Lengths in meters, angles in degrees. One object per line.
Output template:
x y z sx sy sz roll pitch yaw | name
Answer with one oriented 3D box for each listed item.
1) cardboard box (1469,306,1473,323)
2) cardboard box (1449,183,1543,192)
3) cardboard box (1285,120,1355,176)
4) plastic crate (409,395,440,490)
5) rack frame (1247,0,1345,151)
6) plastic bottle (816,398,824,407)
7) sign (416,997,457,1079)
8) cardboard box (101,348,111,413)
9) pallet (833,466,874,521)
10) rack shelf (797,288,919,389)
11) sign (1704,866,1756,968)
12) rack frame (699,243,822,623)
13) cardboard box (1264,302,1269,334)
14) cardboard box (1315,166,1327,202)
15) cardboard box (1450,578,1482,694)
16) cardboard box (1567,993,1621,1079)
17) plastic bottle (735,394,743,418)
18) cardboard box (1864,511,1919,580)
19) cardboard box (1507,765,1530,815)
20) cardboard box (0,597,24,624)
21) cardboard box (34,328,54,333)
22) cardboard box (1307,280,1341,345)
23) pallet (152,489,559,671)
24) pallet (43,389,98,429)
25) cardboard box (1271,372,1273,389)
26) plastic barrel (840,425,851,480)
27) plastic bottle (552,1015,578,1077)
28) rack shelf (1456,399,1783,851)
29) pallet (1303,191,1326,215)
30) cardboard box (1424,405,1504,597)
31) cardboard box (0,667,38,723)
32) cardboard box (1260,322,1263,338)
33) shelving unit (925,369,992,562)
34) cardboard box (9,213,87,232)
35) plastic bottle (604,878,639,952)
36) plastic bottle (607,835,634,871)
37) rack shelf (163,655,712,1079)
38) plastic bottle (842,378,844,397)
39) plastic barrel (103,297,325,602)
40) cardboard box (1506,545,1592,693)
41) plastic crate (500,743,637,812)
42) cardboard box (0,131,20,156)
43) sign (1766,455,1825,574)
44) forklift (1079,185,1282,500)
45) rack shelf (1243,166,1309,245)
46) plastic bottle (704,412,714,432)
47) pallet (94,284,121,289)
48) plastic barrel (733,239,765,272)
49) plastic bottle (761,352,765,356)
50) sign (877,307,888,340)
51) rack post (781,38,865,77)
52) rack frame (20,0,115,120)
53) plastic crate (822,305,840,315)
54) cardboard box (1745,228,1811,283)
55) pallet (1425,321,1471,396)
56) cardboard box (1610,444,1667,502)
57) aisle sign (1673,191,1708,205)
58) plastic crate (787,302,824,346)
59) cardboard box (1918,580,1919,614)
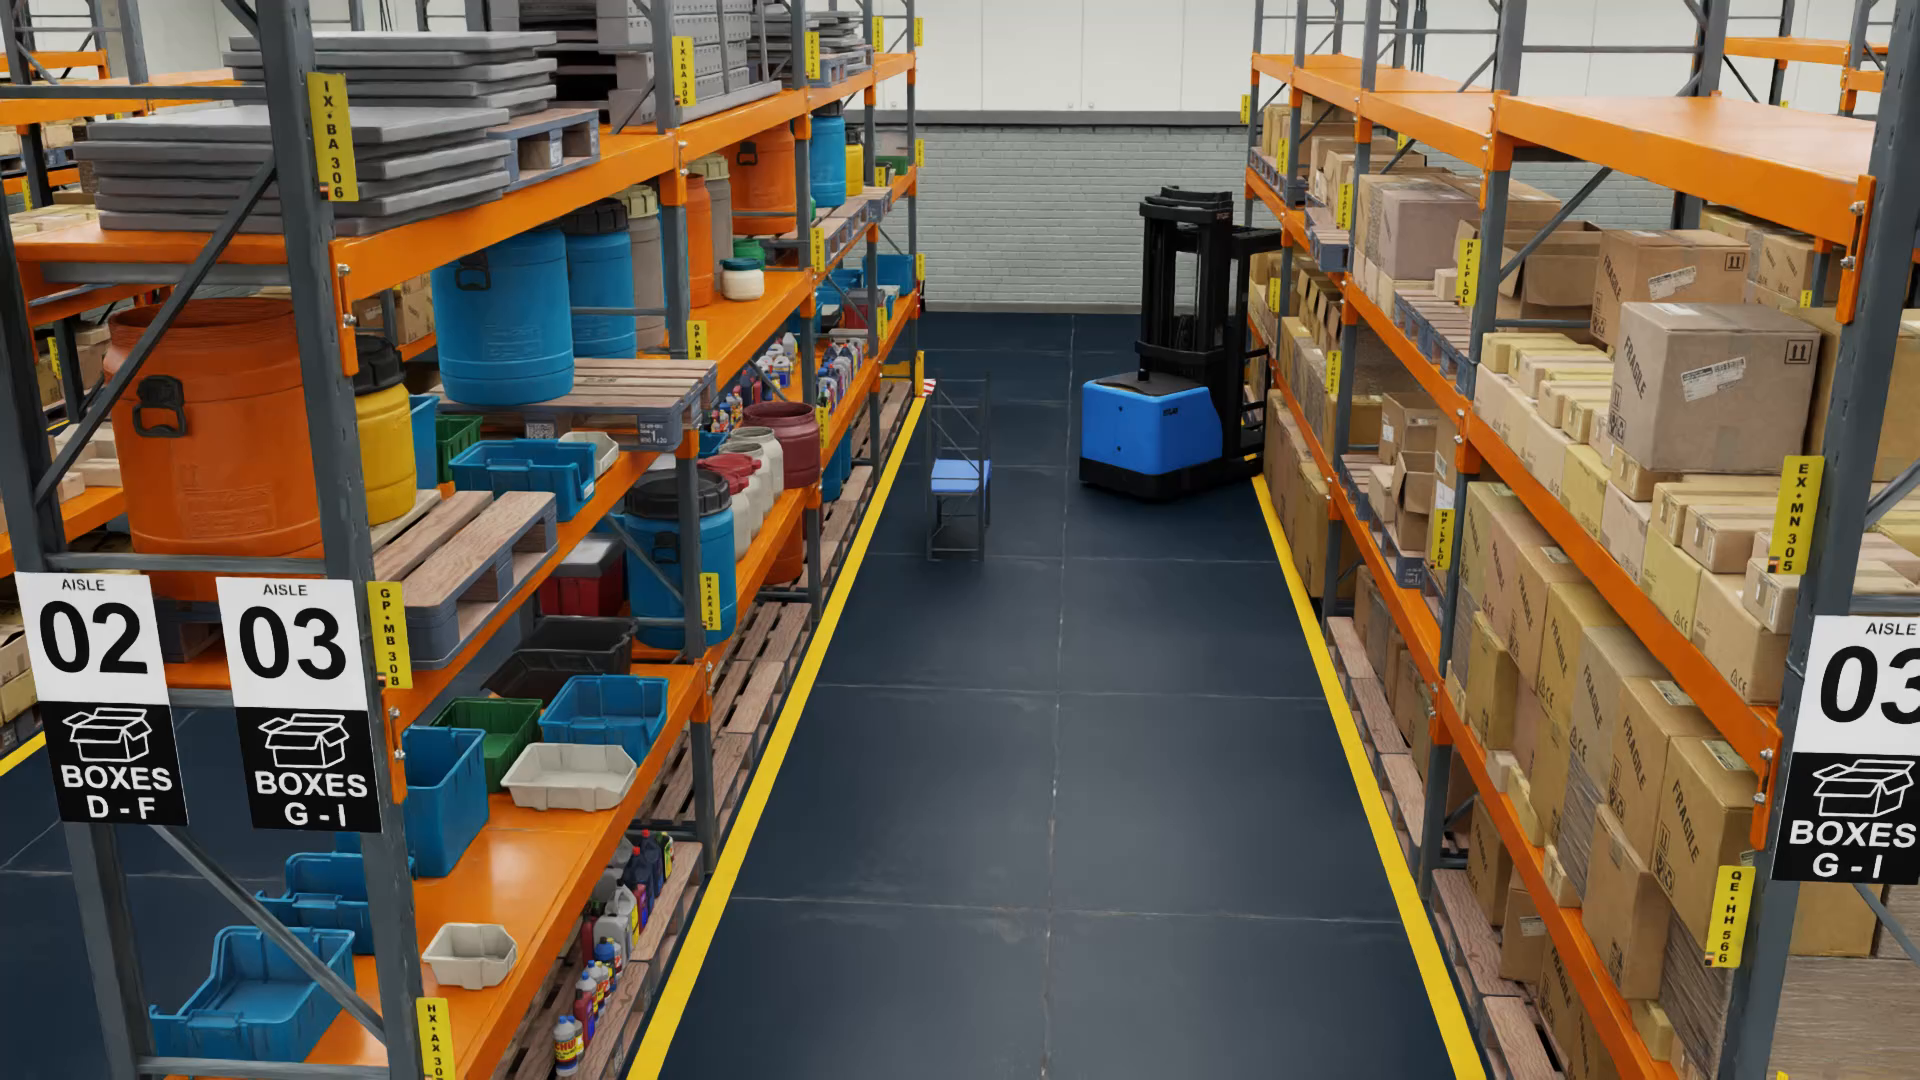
3.012 -1.297 9.117 0.396 0.266 0.258 2 18 6 | cardboard box
3.521 -2.082 11.005 0.500 0.500 0.500 1 18 4 | cardboard box
3.614 -3.891 16.495 0.700 0.500 0.500 0 18 1 | cardboard box
-2.346 -0.327 6.640 0.392 0.384 0.575 1 18 4 | plastic crate
3.905 -6.020 19.170 1.000 3.000 0.127 1 18 4 | rack frame
-1.167 -1.051 13.828 0.061 0.283 0.133 1 18 4 | plastic bottle
-1.634 1.572 5.192 0.100 0.325 0.005 1 18 4 | sign
-6.617 -1.352 13.724 0.700 0.500 0.500 -5 19 -15 | cardboard box
-1.419 -0.474 16.356 1.003 0.211 1.213 1 18 4 | pallet
-1.179 -2.317 18.658 1.077 0.370 4.000 1 18 4 | rack shelf
2.206 1.081 4.766 0.100 0.325 0.005 1 18 4 | sign
-1.609 -0.795 12.859 1.000 3.000 0.127 1 18 4 | rack frame
3.422 -2.301 17.217 0.500 0.250 0.500 2 18 6 | cardboard box
3.450 -3.171 14.761 0.500 0.311 0.500 1 18 2 | cardboard box
2.950 0.507 8.246 0.875 0.500 0.500 1 18 4 | cardboard box
2.892 2.214 7.015 0.500 0.500 0.500 3 18 9 | cardboard box
-1.914 -1.155 14.275 0.097 0.201 0.097 0 18 0 | plastic bottle
3.018 0.017 5.165 0.380 0.149 0.250 1 18 3 | cardboard box
2.664 1.126 7.400 0.380 0.149 0.250 1 18 4 | cardboard box
-6.449 0.576 11.516 0.500 0.311 0.500 2 18 5 | cardboard box
-11.093 -2.487 20.321 0.380 0.149 0.250 1 18 4 | cardboard box
3.520 -2.040 14.886 0.797 0.503 0.637 1 18 5 | cardboard box
-2.026 0.099 5.616 1.003 0.211 1.213 1 18 4 | pallet
-10.986 -1.548 19.634 1.003 0.211 1.213 1 18 4 | pallet
3.810 -1.599 18.052 0.875 0.875 0.875 1 18 4 | cardboard box
-1.378 -1.071 16.397 0.600 0.901 0.708 1 18 4 | plastic barrel
-1.742 2.221 7.330 0.097 0.271 0.097 0 18 0 | plastic bottle
2.901 0.095 6.480 1.077 0.370 4.000 1 18 4 | rack shelf
3.601 -2.975 15.003 0.805 0.209 1.217 1 18 2 | pallet
3.241 -0.170 9.315 1.000 1.000 1.000 1 18 4 | cardboard box
-6.488 1.003 11.112 0.500 0.250 0.500 1 18 2 | cardboard box
3.386 -2.229 17.639 0.380 0.149 0.250 2 18 5 | cardboard box
-0.006 -0.686 14.936 0.538 1.500 1.048 1 18 4 | shelving unit
-6.545 -2.155 11.759 0.500 0.250 0.500 2 18 5 | cardboard box
-1.691 1.863 8.294 0.144 0.351 0.185 1 18 4 | plastic bottle
-1.798 1.700 8.791 0.144 0.351 0.185 1 18 4 | plastic bottle
-2.039 1.410 7.284 1.077 0.370 4.000 1 18 4 | rack shelf
-1.098 -1.393 15.002 0.097 0.201 0.097 0 18 0 | plastic bottle
-2.274 -0.293 5.146 0.600 0.830 0.708 1 18 4 | plastic barrel
2.688 0.339 7.156 0.500 0.500 0.500 1 18 4 | cardboard box
-1.760 1.083 7.552 0.530 0.136 0.437 1 18 4 | plastic crate
-10.811 -4.386 18.406 0.500 0.250 0.500 1 18 2 | cardboard box
2.206 -0.065 4.391 0.100 0.325 0.005 1 18 4 | sign
2.636 -2.152 17.112 3.031 2.935 1.130 -16 24 -40 | forklift
3.761 -3.632 17.854 1.077 0.370 4.000 1 18 4 | rack shelf
-2.006 -0.875 13.290 0.061 0.283 0.133 1 18 4 | plastic bottle
-6.509 -2.030 12.113 1.213 0.211 1.003 2 18 6 | pallet
-1.576 -2.069 12.179 0.294 0.245 0.294 0 18 0 | plastic barrel
-1.838 -1.602 15.508 0.061 0.283 0.133 1 18 4 | plastic bottle
-0.774 -2.156 16.568 0.100 0.325 0.005 1 18 4 | sign
-1.340 -4.019 13.867 0.937 0.300 0.954 3 18 10 | rack post
-10.917 -6.352 20.183 1.000 3.000 0.127 1 18 4 | rack frame
-1.497 -2.488 18.353 0.293 0.136 0.466 1 18 4 | plastic crate
8.404 -2.920 17.100 0.500 0.500 0.500 2 18 5 | cardboard box
3.195 -0.968 8.870 1.213 0.211 1.003 1 18 4 | pallet
2.567 -0.241 5.950 0.380 0.149 0.250 0 18 1 | cardboard box
8.551 -4.292 19.356 0.394 0.787 0.004 1 18 4 | aisle sign
-1.629 -2.211 17.109 0.392 0.384 0.575 1 18 4 | plastic crate
3.050 0.302 4.934 0.500 0.250 0.500 2 18 6 | cardboard box
